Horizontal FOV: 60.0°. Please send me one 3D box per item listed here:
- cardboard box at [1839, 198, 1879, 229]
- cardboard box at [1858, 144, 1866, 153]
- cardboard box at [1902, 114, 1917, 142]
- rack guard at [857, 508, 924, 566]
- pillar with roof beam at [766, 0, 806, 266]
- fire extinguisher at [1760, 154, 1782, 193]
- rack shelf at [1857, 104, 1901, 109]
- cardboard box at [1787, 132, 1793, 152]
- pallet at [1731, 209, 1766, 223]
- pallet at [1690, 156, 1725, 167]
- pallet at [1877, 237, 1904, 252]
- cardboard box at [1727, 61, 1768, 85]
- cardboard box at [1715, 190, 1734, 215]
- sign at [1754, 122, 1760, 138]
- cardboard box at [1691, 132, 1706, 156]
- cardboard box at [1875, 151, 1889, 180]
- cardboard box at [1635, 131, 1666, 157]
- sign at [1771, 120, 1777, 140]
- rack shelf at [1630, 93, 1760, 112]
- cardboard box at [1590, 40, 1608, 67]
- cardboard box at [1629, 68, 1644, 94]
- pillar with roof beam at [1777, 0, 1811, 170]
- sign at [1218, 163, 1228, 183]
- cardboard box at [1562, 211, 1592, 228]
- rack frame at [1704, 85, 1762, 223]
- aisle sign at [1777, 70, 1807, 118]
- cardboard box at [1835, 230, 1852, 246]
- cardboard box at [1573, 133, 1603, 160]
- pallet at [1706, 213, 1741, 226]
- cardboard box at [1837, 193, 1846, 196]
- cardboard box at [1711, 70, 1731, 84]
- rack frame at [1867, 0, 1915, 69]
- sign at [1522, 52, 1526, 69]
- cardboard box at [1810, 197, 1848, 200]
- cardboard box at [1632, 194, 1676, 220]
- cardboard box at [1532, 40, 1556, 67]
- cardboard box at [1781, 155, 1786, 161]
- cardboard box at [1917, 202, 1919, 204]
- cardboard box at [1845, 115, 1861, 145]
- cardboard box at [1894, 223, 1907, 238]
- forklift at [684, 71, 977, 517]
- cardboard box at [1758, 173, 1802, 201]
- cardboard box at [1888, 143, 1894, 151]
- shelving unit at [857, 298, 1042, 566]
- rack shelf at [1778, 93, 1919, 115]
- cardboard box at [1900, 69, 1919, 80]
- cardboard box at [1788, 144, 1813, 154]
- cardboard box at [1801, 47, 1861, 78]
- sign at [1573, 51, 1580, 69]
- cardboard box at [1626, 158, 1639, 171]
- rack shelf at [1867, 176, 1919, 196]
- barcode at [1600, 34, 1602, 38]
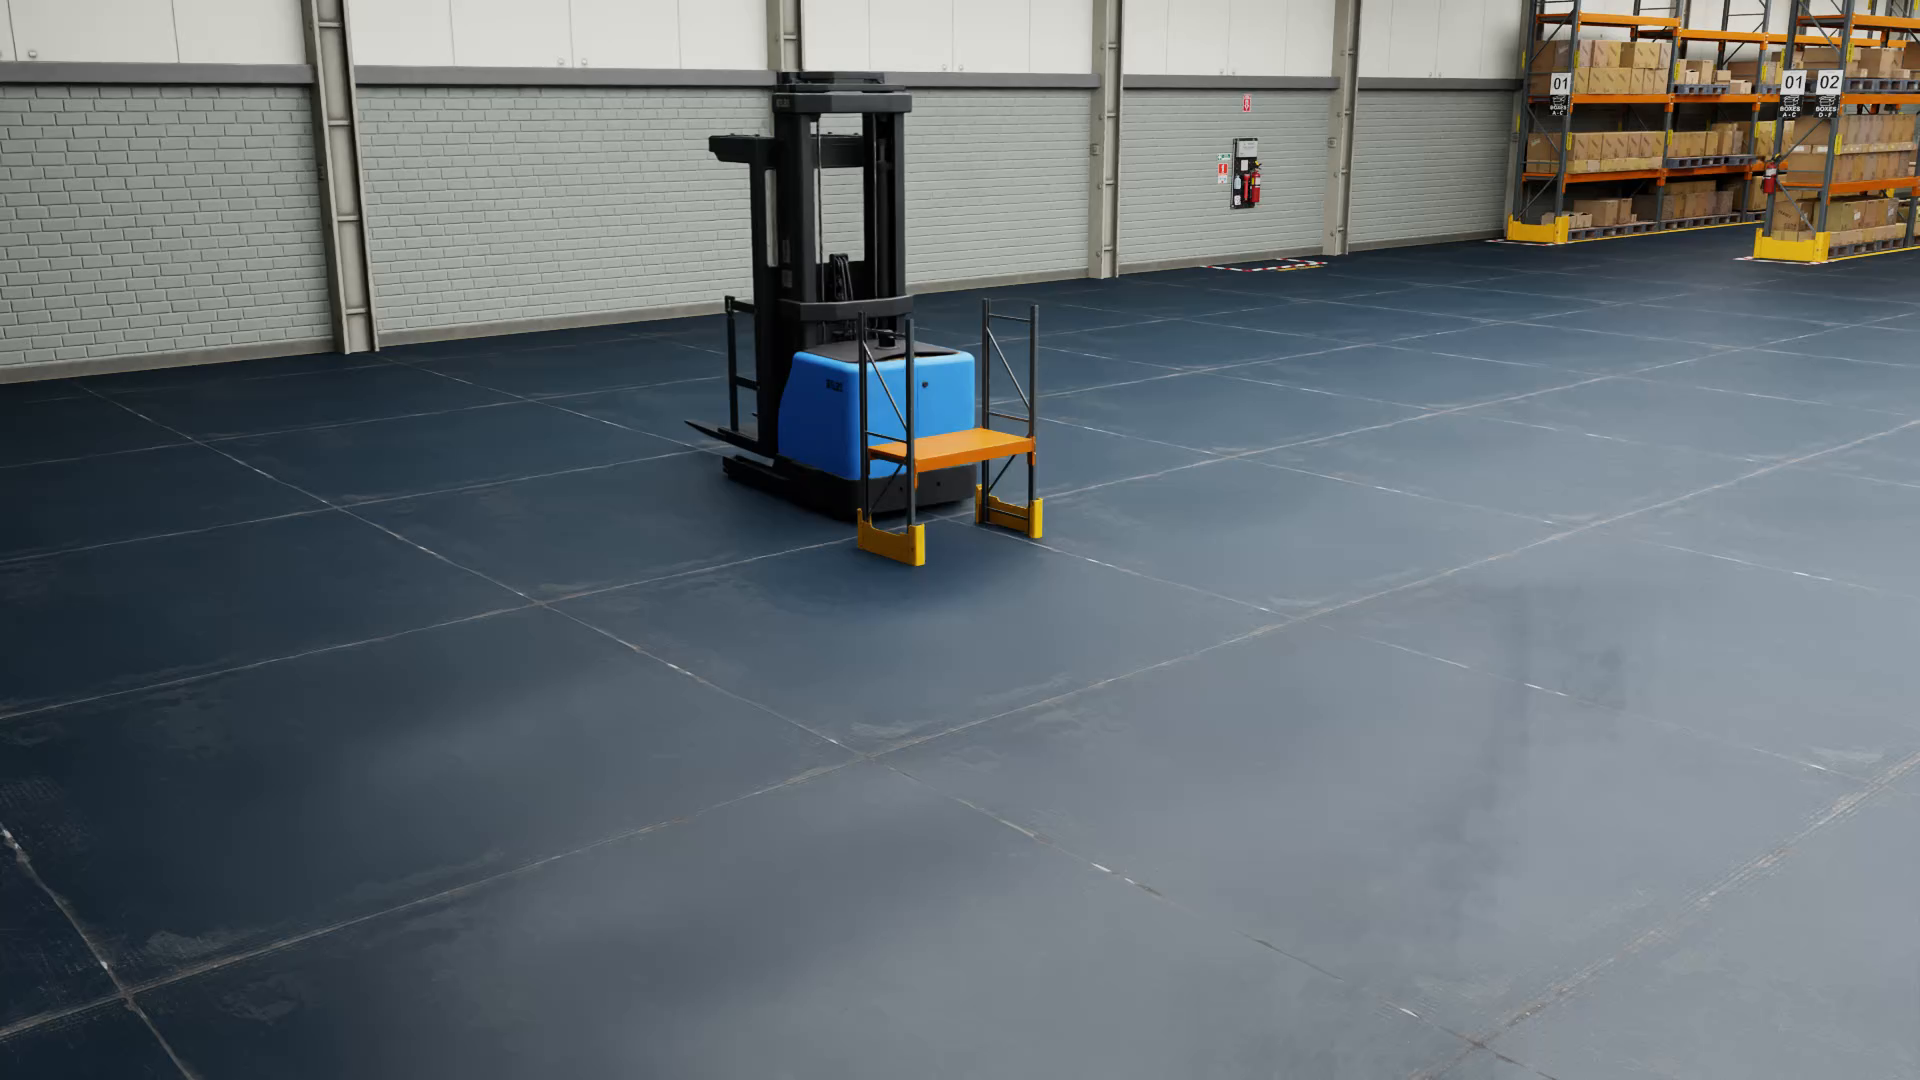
[{"bbox_3d":[16.294,-5.933,30.210,0.500,0.500,0.500,-13,19,-39],"label":"cardboard box"},{"bbox_3d":[15.825,-6.956,29.530,0.250,0.149,0.380,-14,20,-41],"label":"cardboard box"},{"bbox_3d":[17.297,-7.671,30.949,0.500,0.500,0.700,-13,19,-39],"label":"cardboard box"},{"bbox_3d":[-0.433,-0.023,10.354,0.087,0.250,0.587,-13,19,-39],"label":"rack guard"},{"bbox_3d":[0.563,-6.657,18.233,0.400,9.000,9.100,-13,19,-39],"label":"pillar with roof beam"},{"bbox_3d":[14.216,-6.428,29.152,0.183,0.674,0.296,-13,19,-39],"label":"fire extinguisher"},{"bbox_3d":[21.917,-10.832,41.071,4.000,0.370,1.077,-13,19,-39],"label":"rack shelf"},{"bbox_3d":[19.089,-9.209,38.603,0.500,0.500,0.500,-12,19,-38],"label":"cardboard box"},{"bbox_3d":[18.035,-7.486,38.365,1.213,0.211,1.003,-13,19,-39],"label":"pallet"},{"bbox_3d":[15.924,-8.278,36.300,1.213,0.211,1.003,-13,19,-39],"label":"pallet"},{"bbox_3d":[17.000,-5.599,31.301,1.213,0.211,1.003,-13,19,-39],"label":"pallet"},{"bbox_3d":[17.712,-10.516,37.447,0.700,0.500,0.500,14,21,43],"label":"cardboard box"},{"bbox_3d":[16.881,-7.587,37.331,0.500,0.500,0.700,-12,19,-39],"label":"cardboard box"},{"bbox_3d":[17.754,-9.131,37.031,0.005,0.325,0.100,-13,19,-39],"label":"sign"},{"bbox_3d":[15.682,-8.588,36.041,0.500,0.500,0.700,-10,18,-32],"label":"cardboard box"},{"bbox_3d":[16.522,-6.870,30.462,0.500,0.500,0.700,-12,19,-39],"label":"cardboard box"},{"bbox_3d":[14.219,-8.195,34.418,0.500,0.500,0.500,-13,20,-39],"label":"cardboard box"},{"bbox_3d":[14.264,-7.177,29.103,0.005,0.325,0.100,-13,19,-39],"label":"sign"},{"bbox_3d":[15.882,-9.477,35.997,4.000,0.370,1.077,-13,19,-39],"label":"rack shelf"},{"bbox_3d":[12.217,-9.442,32.303,0.500,0.500,0.500,-13,20,-40],"label":"cardboard box"},{"bbox_3d":[13.371,-9.225,33.430,0.500,0.500,0.500,-14,20,-41],"label":"cardboard box"},{"bbox_3d":[23.194,-11.739,37.259,0.400,9.000,9.100,-13,19,-39],"label":"pillar with roof beam"},{"bbox_3d":[4.415,-6.162,27.936,0.234,0.329,0.001,-13,19,-39],"label":"sign"},{"bbox_3d":[12.366,-6.468,33.511,0.500,0.311,0.500,-11,18,-35],"label":"cardboard box"},{"bbox_3d":[17.390,-8.714,37.560,0.127,3.000,1.000,-13,19,-39],"label":"rack frame"},{"bbox_3d":[14.367,-7.697,28.715,0.004,0.787,0.394,-13,19,-39],"label":"aisle sign"},{"bbox_3d":[15.535,-5.402,29.677,0.500,0.250,0.500,-13,19,-39],"label":"cardboard box"},{"bbox_3d":[12.292,-7.762,32.796,0.500,0.500,0.500,-13,19,-39],"label":"cardboard box"},{"bbox_3d":[16.800,-7.235,37.425,1.213,0.211,1.003,-13,19,-39],"label":"pallet"},{"bbox_3d":[21.420,-8.578,41.081,0.500,0.500,0.700,-13,20,-40],"label":"cardboard box"},{"bbox_3d":[16.352,-10.021,36.402,0.637,0.503,0.797,-9,18,-32],"label":"cardboard box"},{"bbox_3d":[23.425,-12.967,41.859,0.127,3.000,1.000,-13,19,-39],"label":"rack frame"},{"bbox_3d":[11.006,-9.347,32.402,0.005,0.325,0.100,-13,19,-39],"label":"sign"},{"bbox_3d":[15.942,-6.037,30.600,0.500,0.500,0.500,-13,19,-39],"label":"cardboard box"},{"bbox_3d":[14.917,-7.169,35.768,0.500,0.500,0.700,-12,19,-38],"label":"cardboard box"},{"bbox_3d":[11.509,-9.473,32.419,0.500,0.500,0.500,-12,19,-37],"label":"cardboard box"},{"bbox_3d":[18.941,-8.875,38.611,0.250,0.149,0.380,-13,19,-39],"label":"cardboard box"},{"bbox_3d":[18.873,-6.411,32.367,0.500,0.311,0.500,-14,20,-41],"label":"cardboard box"},{"bbox_3d":[15.404,-7.246,29.356,0.500,0.500,0.700,-13,20,-41],"label":"cardboard box"},{"bbox_3d":[17.421,-5.826,31.262,0.500,0.250,0.500,-13,19,-39],"label":"cardboard box"},{"bbox_3d":[-1.122,-1.899,12.179,1.130,2.935,3.031,-10,18,-33],"label":"forklift"},{"bbox_3d":[19.334,-8.269,39.247,0.750,0.750,0.750,-12,19,-38],"label":"cardboard box"},{"bbox_3d":[16.794,-7.174,30.346,0.250,0.149,0.380,-13,20,-40],"label":"cardboard box"},{"bbox_3d":[-0.058,-0.712,10.508,1.083,1.500,0.587,-13,19,-39],"label":"shelving unit"},{"bbox_3d":[16.119,-7.835,29.853,4.000,0.370,1.077,-13,19,-39],"label":"rack shelf"},{"bbox_3d":[18.098,-8.755,31.377,0.500,0.250,0.500,-10,18,-34],"label":"cardboard box"},{"bbox_3d":[14.773,-6.858,29.163,0.250,0.149,0.380,-13,20,-40],"label":"cardboard box"},{"bbox_3d":[15.046,-8.261,28.767,0.637,0.503,0.797,-11,18,-36],"label":"cardboard box"},{"bbox_3d":[11.712,-9.125,31.591,0.005,0.325,0.100,-13,19,-39],"label":"sign"},{"bbox_3d":[13.464,-7.663,33.879,0.500,0.250,0.500,-13,20,-40],"label":"cardboard box"},{"bbox_3d":[19.136,-7.064,32.776,4.000,0.370,1.077,-13,19,-39],"label":"rack shelf"},{"bbox_3d":[13.042,-10.252,33.823,0.075,0.075,0.001,-13,19,-39],"label":"barcode"}]
